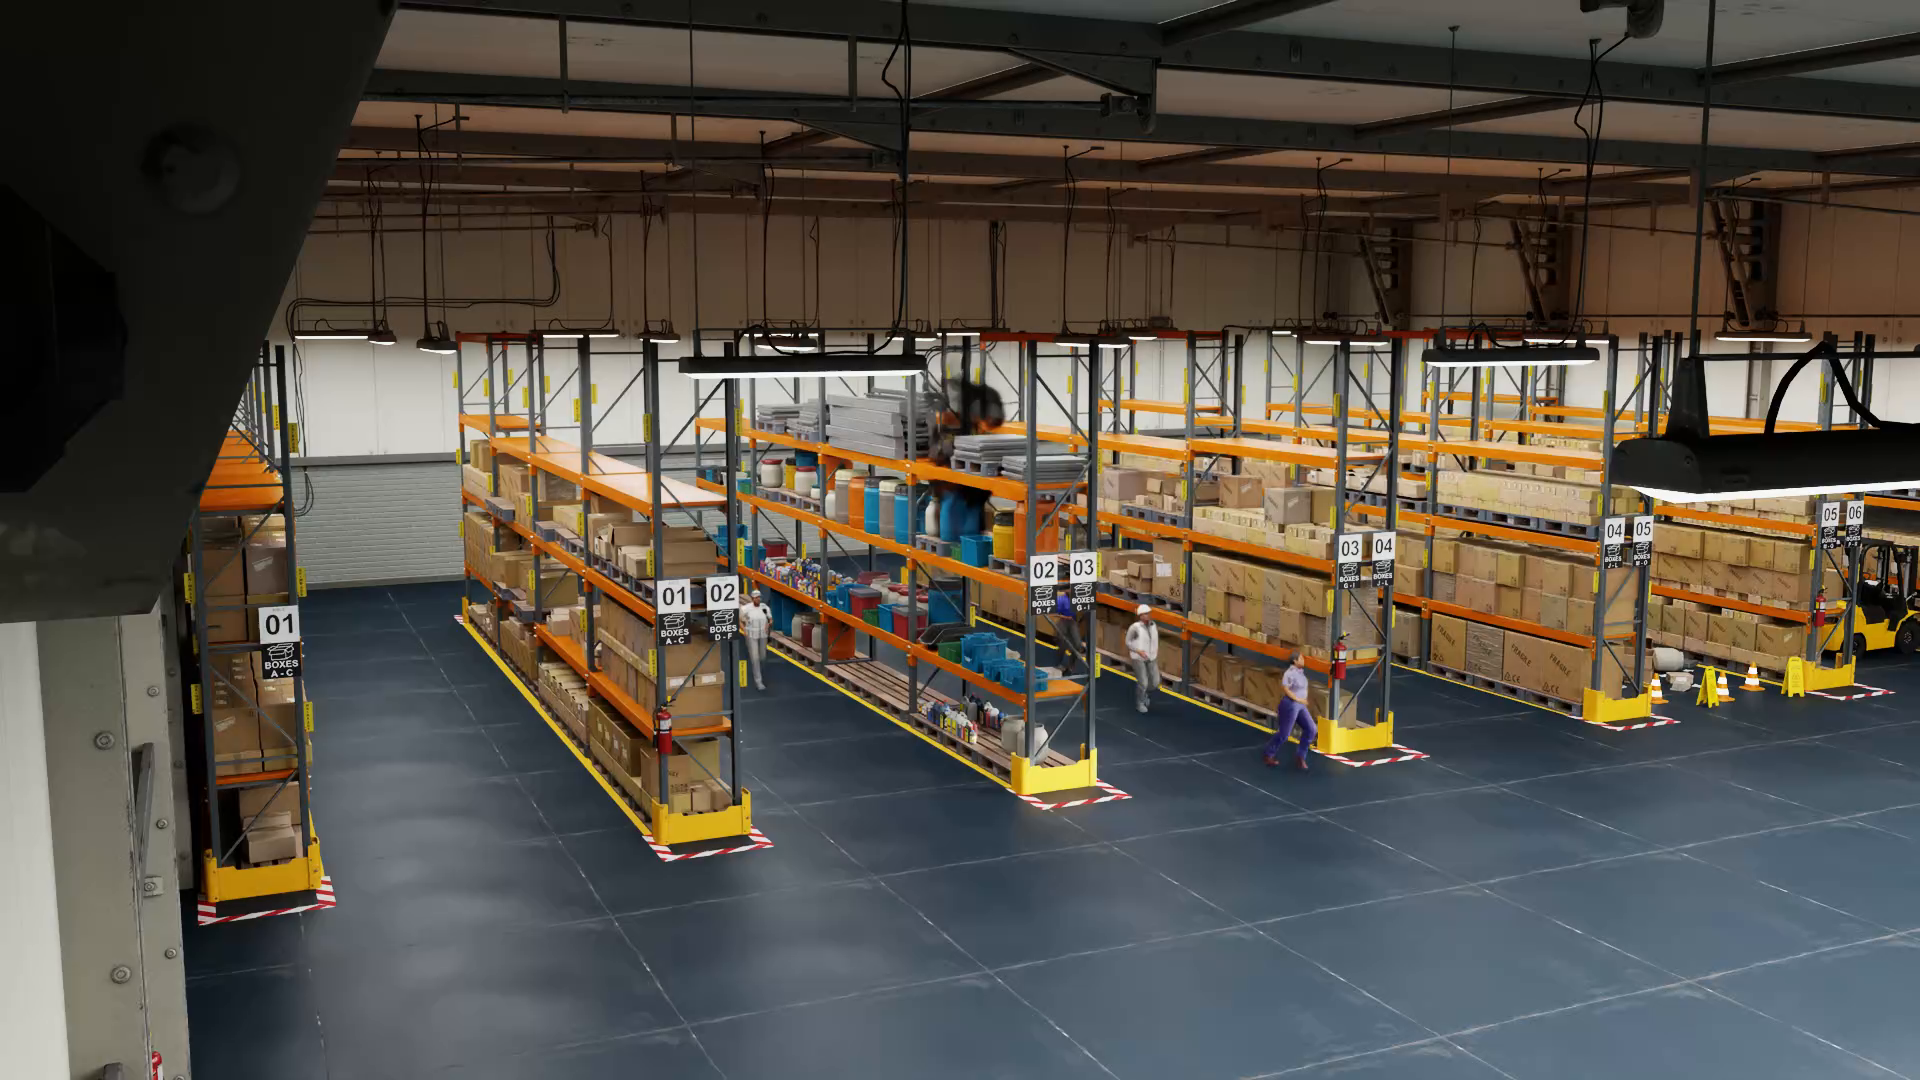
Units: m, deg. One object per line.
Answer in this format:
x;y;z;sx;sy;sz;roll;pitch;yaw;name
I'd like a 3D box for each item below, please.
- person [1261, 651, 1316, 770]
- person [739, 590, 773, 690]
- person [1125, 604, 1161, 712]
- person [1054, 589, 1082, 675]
4.684;2.404;23.453;0.687;1.653;0.693;5;9;34;person
-3.484;1.673;28.476;0.617;1.668;0.837;-4;9;-27;person
2.955;1.893;26.623;0.669;1.739;0.564;-4;9;-26;person
1.907;1.577;29.403;0.572;1.683;0.697;-4;9;-28;person
